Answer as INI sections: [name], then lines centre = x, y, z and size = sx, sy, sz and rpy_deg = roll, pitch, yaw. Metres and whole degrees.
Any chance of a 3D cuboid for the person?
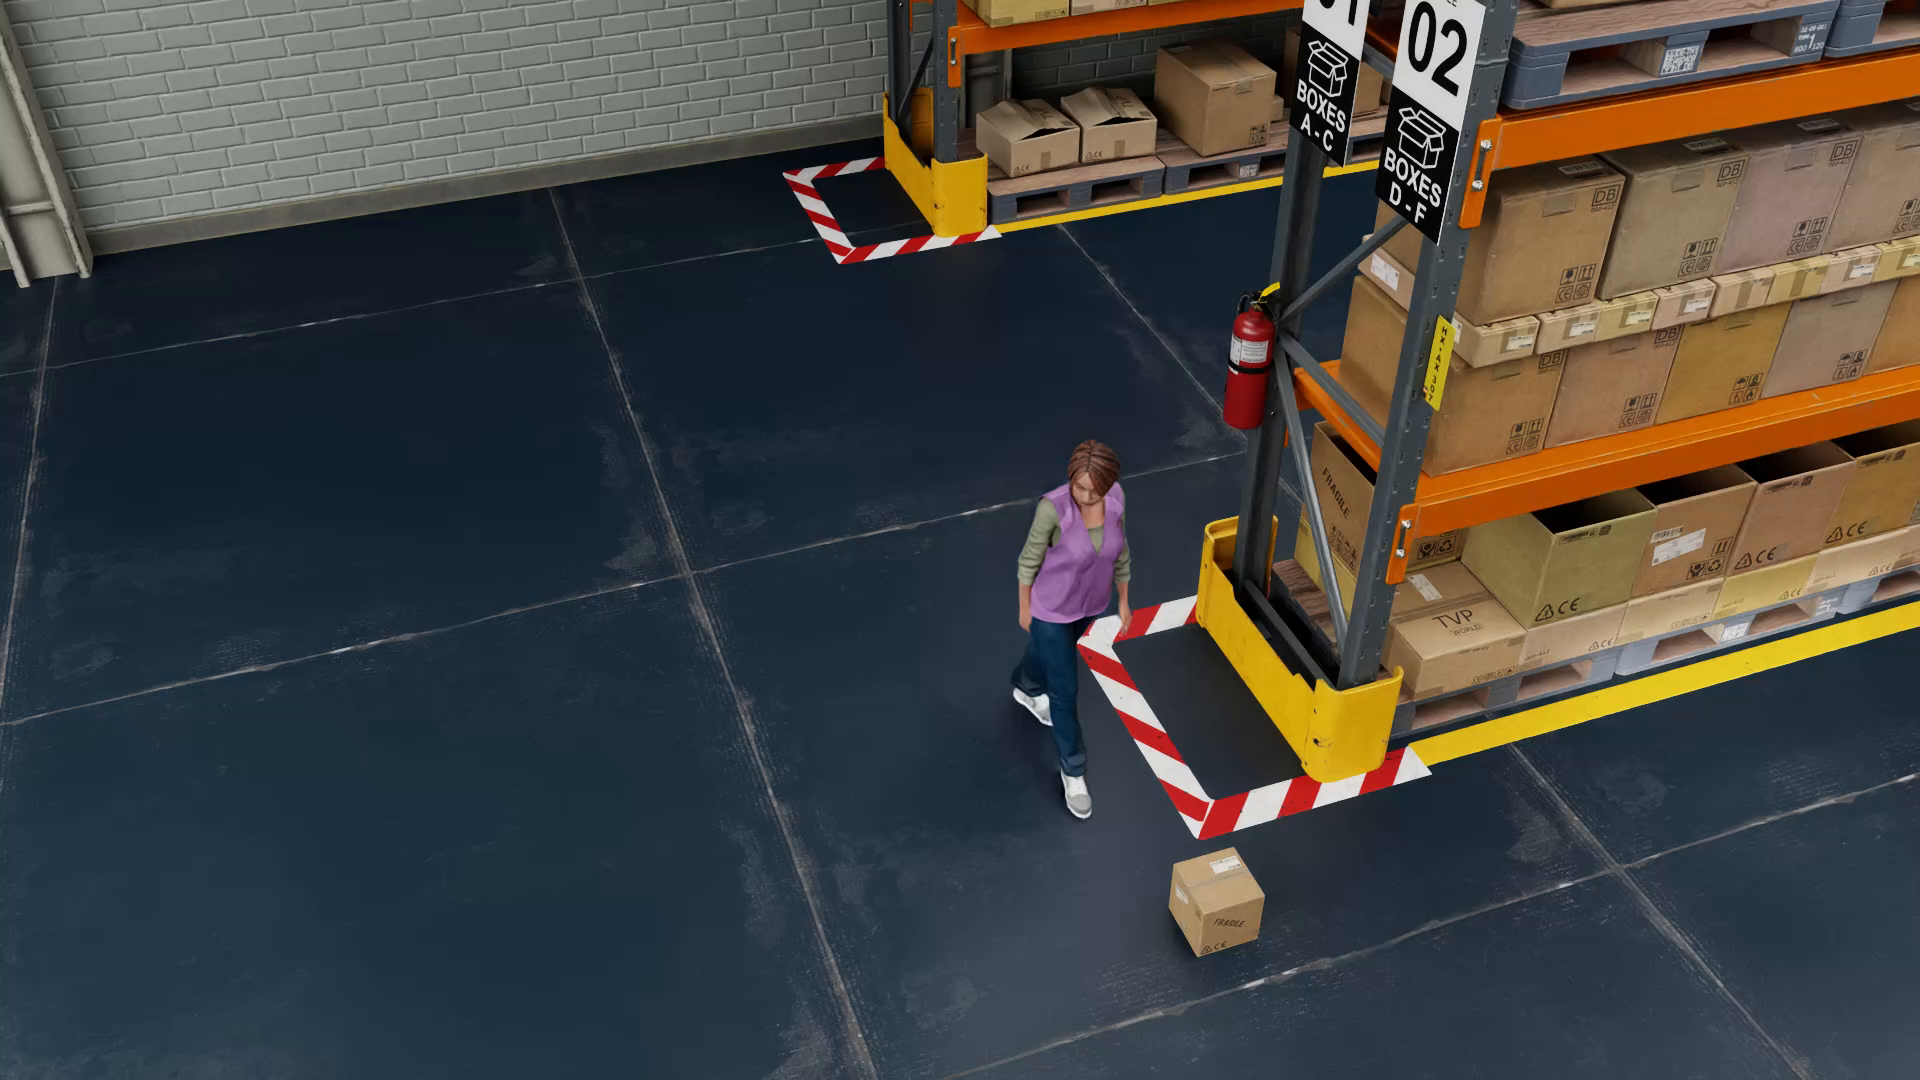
[person]
centre = 0.435, 0.252, 6.465
size = 0.427, 1.589, 0.732
rpy_deg = -23, 44, -26
